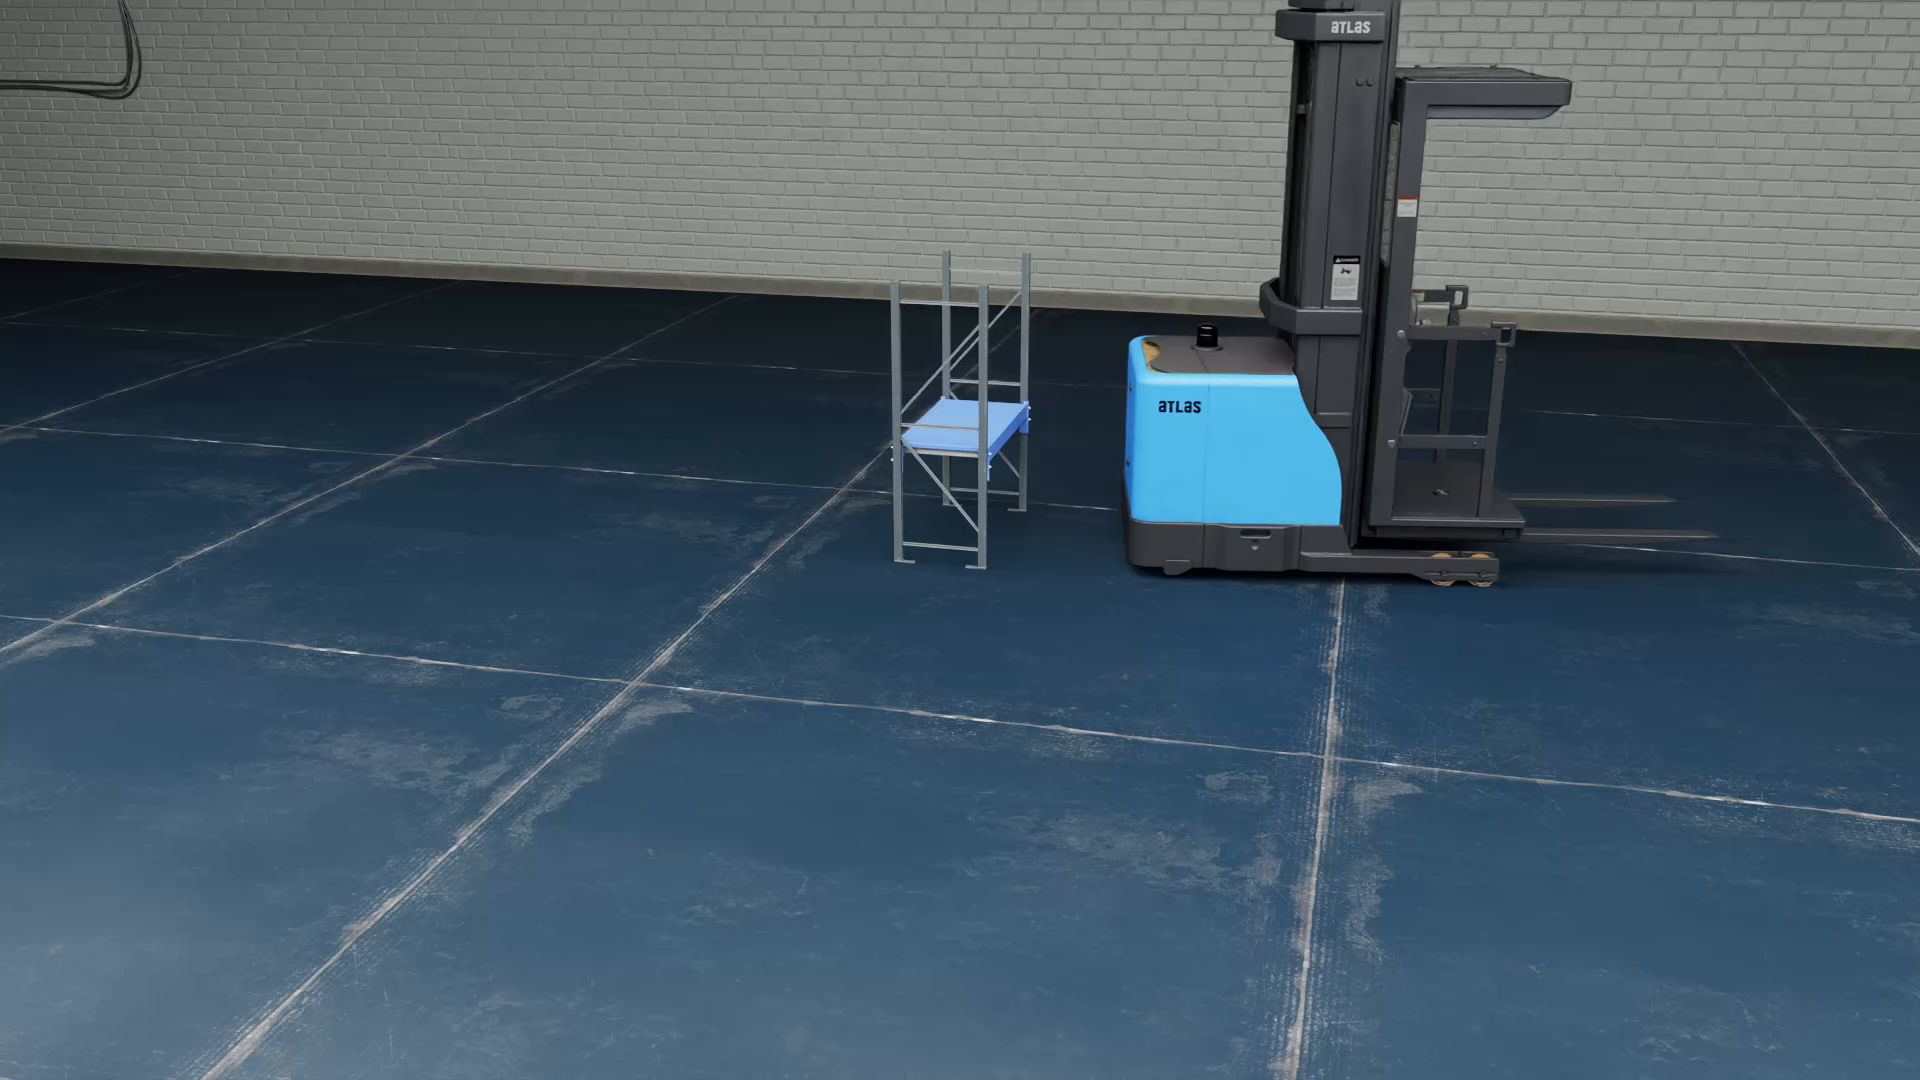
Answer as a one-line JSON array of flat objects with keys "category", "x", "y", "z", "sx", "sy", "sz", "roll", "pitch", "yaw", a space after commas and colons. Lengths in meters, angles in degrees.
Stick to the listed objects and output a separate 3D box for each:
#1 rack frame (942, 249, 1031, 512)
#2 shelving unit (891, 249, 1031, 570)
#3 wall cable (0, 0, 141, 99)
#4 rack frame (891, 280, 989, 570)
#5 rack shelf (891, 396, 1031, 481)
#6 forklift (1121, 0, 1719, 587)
[{"category": "rack frame", "x": 0.145, "y": -0.896, "z": 9.490, "sx": 0.500, "sy": 1.500, "sz": 0.032, "roll": 5, "pitch": 19, "yaw": 13}, {"category": "shelving unit", "x": 0.021, "y": -0.736, "z": 9.023, "sx": 0.538, "sy": 1.500, "sz": 1.048, "roll": 5, "pitch": 19, "yaw": 13}, {"category": "wall cable", "x": -9.920, "y": -5.830, "z": 17.137, "sx": 3.097, "sy": 2.526, "sz": 0.112, "roll": 5, "pitch": 19, "yaw": 13}, {"category": "rack frame", "x": -0.103, "y": -0.577, "z": 8.557, "sx": 0.500, "sy": 1.500, "sz": 0.032, "roll": 5, "pitch": 19, "yaw": 13}, {"category": "rack shelf", "x": 0.021, "y": -0.566, "z": 9.082, "sx": 0.538, "sy": 0.185, "sz": 1.000, "roll": 5, "pitch": 19, "yaw": 13}, {"category": "forklift", "x": 2.406, "y": -1.325, "z": 8.532, "sx": 3.031, "sy": 2.935, "sz": 1.130, "roll": 1, "pitch": 19, "yaw": 3}]
